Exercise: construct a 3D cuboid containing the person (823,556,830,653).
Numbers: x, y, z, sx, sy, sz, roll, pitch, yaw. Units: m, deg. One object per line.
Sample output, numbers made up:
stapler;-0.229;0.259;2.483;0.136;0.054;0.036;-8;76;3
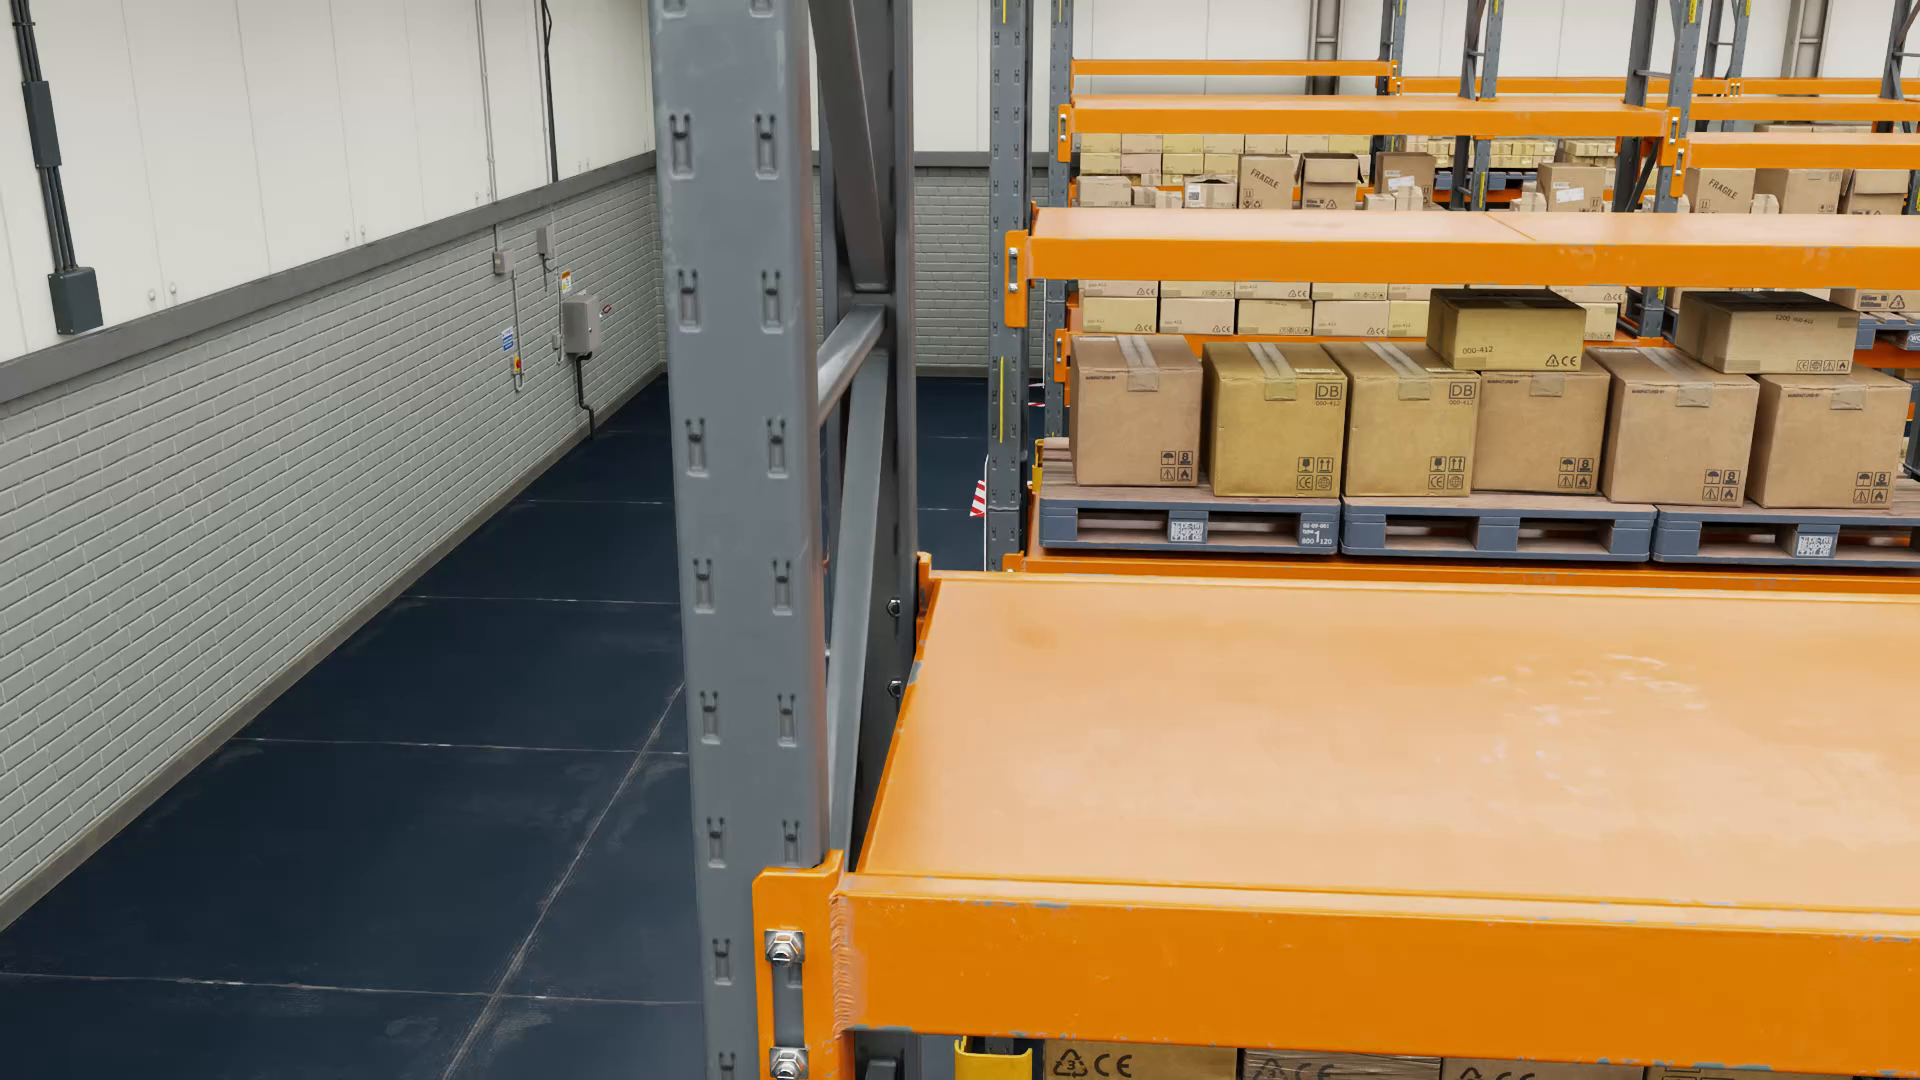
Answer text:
person;-0.883;0.196;12.909;0.422;1.580;0.723;0;18;-2
